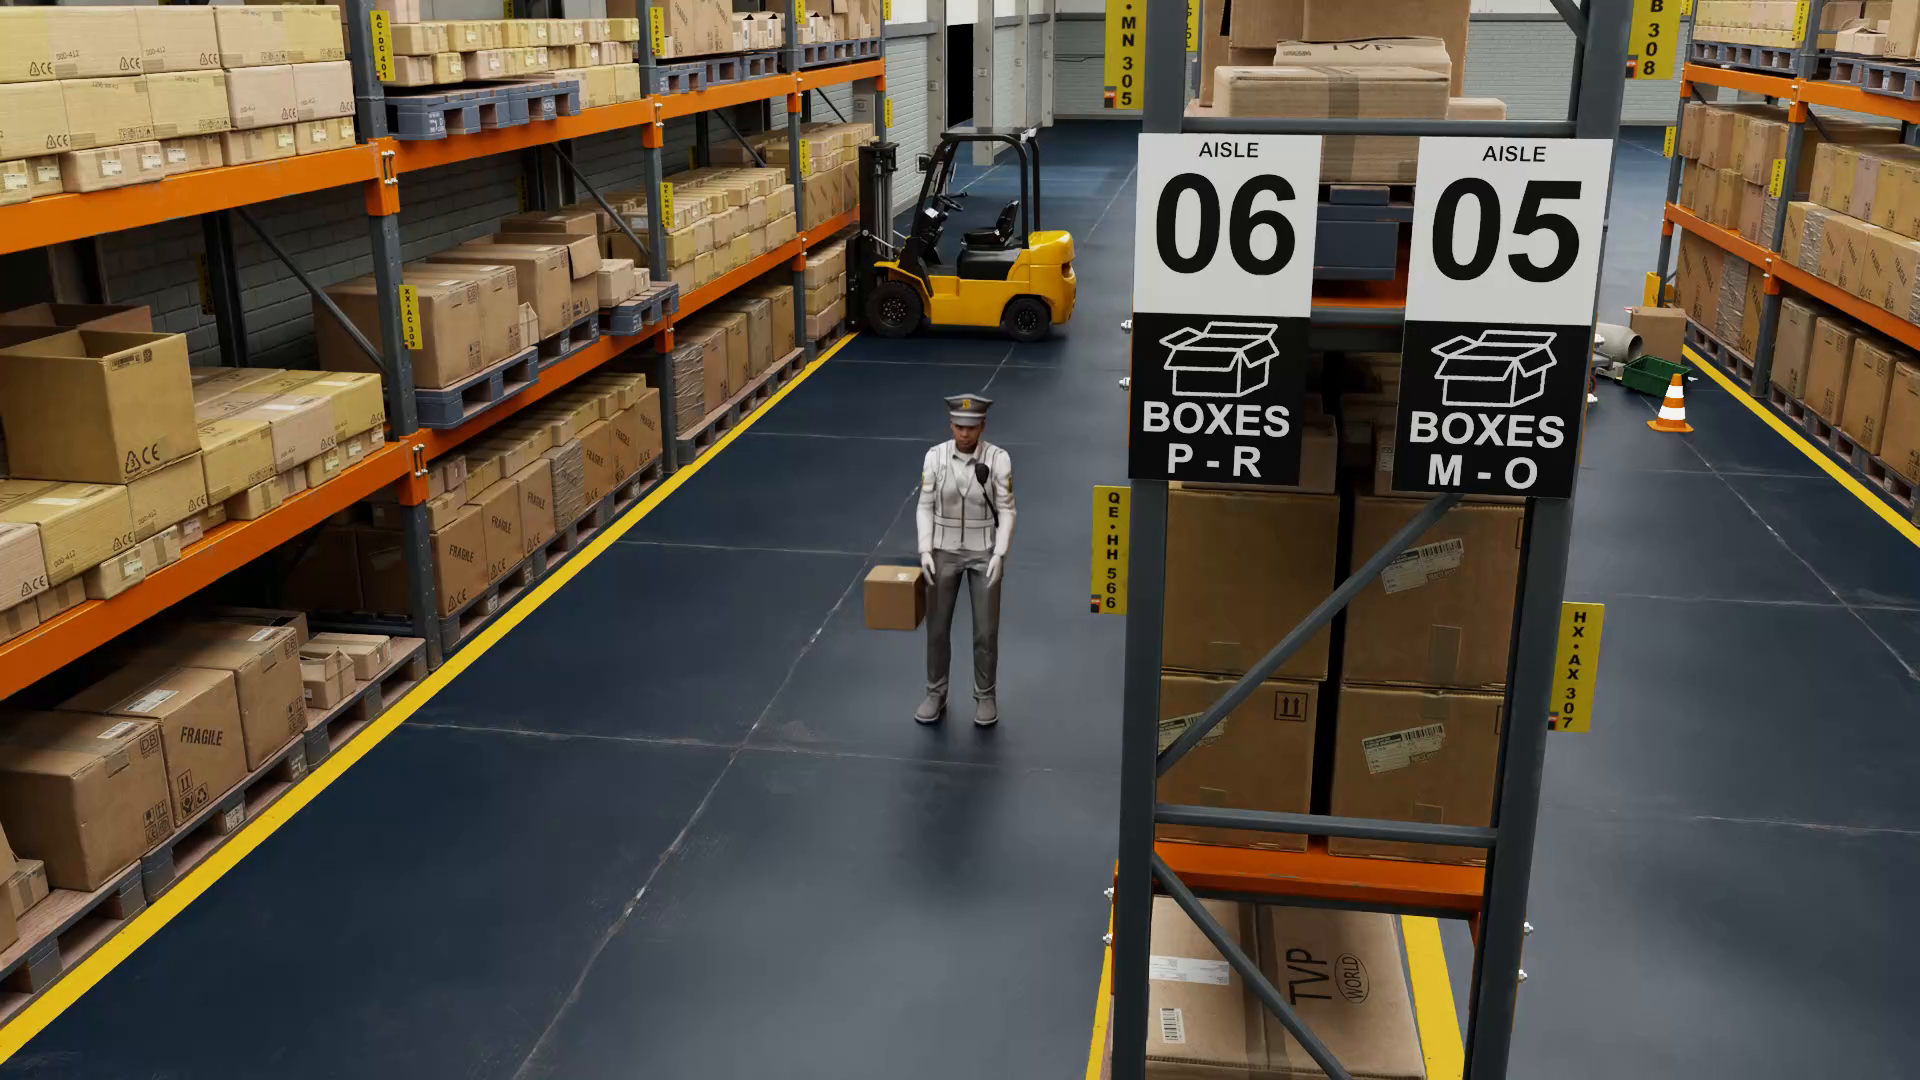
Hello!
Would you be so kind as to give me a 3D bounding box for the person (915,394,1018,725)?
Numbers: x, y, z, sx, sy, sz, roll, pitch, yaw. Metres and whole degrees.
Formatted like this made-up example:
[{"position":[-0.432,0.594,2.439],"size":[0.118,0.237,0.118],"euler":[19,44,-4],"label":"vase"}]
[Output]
[{"position":[0.025,0.095,8.230],"size":[0.502,1.680,0.355],"euler":[2,18,8],"label":"person"}]
